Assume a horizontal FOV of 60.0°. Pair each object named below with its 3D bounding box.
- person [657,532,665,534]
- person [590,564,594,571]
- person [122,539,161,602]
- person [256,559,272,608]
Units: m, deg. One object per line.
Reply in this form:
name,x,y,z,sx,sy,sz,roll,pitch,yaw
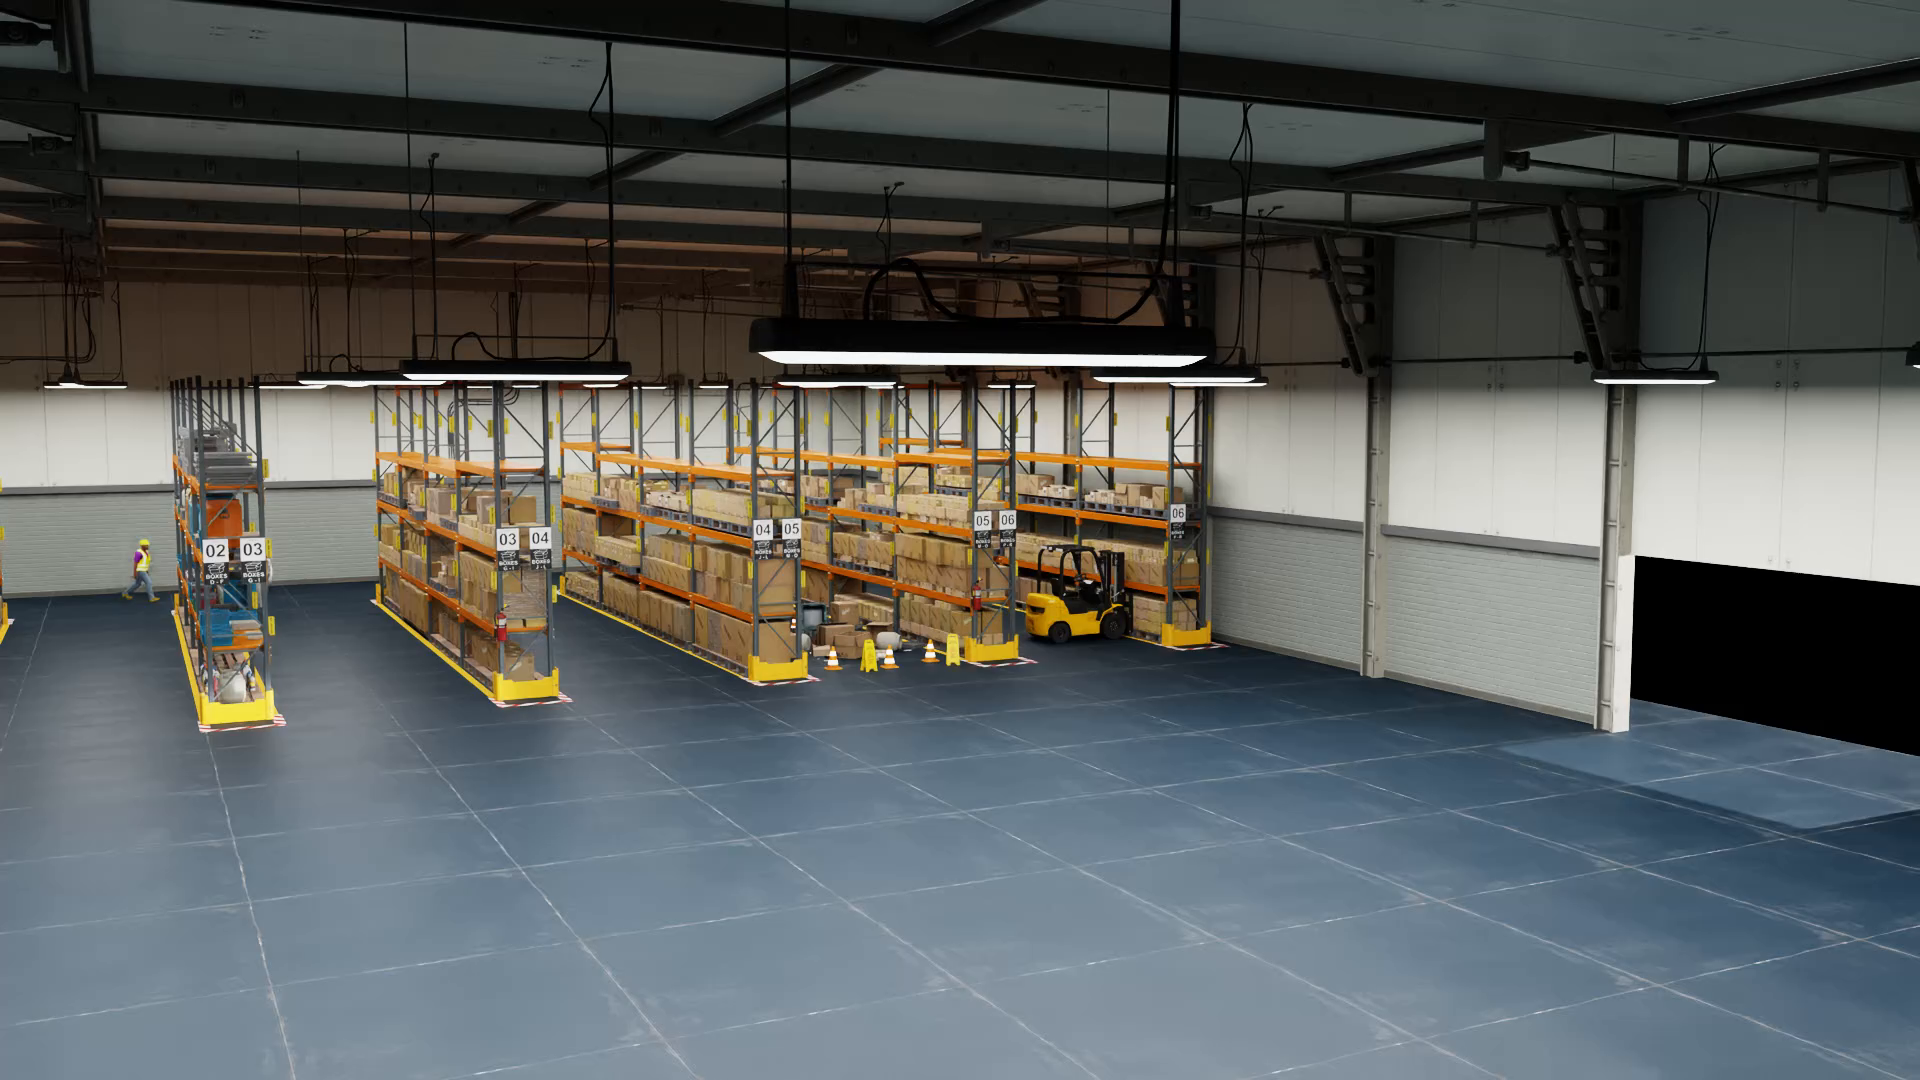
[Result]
person,-8.462,0.671,46.877,0.583,1.756,0.472,-3,6,-28
person,-10.991,0.391,50.239,0.637,1.745,0.894,1,5,12
person,-22.367,0.838,45.401,1.098,1.713,0.571,-1,5,-7
person,-18.549,0.970,44.186,0.486,1.620,0.871,-3,6,-30
